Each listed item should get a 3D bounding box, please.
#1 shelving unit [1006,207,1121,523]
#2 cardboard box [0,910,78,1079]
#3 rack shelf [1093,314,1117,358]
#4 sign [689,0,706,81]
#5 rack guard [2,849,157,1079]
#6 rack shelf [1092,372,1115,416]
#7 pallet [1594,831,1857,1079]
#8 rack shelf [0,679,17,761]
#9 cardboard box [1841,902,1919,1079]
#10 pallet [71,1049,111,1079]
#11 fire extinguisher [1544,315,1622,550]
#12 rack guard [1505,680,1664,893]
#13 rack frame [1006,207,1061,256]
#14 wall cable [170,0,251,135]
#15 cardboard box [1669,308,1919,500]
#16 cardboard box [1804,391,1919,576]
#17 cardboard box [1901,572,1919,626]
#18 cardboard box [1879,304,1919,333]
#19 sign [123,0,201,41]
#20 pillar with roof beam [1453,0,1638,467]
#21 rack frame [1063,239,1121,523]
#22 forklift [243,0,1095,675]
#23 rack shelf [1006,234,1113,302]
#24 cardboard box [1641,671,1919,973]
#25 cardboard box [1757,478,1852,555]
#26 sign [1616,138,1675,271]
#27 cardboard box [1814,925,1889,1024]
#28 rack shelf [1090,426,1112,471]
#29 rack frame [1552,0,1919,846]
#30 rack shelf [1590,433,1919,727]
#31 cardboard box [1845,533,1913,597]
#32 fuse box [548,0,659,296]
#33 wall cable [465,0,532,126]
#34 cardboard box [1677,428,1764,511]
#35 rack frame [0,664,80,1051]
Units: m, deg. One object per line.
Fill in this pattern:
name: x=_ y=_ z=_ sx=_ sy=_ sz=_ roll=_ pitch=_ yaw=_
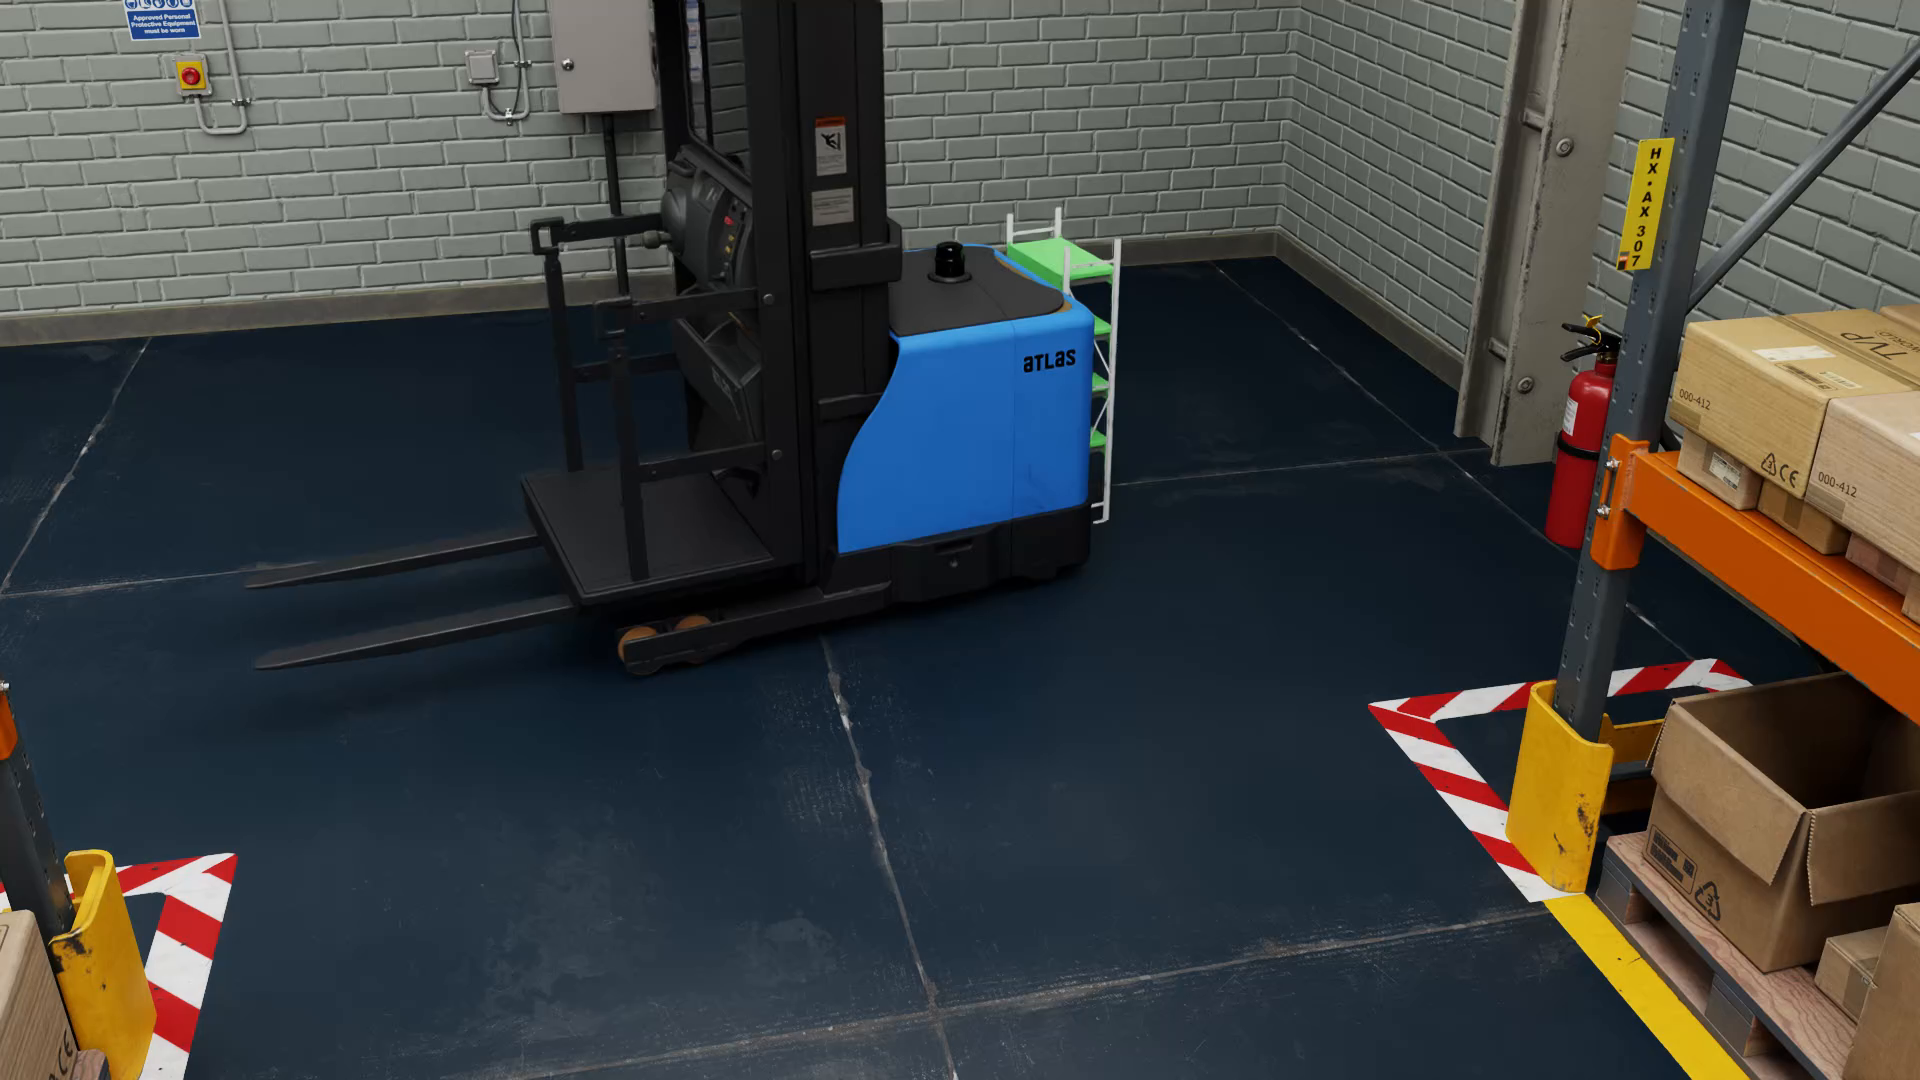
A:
shelving unit: x=0.403 y=-0.694 z=6.794 sx=0.258 sy=1.200 sz=0.503 roll=-12 pitch=29 yaw=-22
cardboard box: x=-2.372 y=1.250 z=3.323 sx=0.875 sy=0.438 sz=0.875 roll=-7 pitch=28 yaw=-13
rack shelf: x=0.403 y=-0.852 z=6.715 sx=0.258 sy=0.148 sz=0.480 roll=-12 pitch=29 yaw=-22
sign: x=-1.398 y=-2.707 z=8.890 sx=0.329 sy=0.494 sz=0.001 roll=-6 pitch=27 yaw=-12
rack guard: x=-2.624 y=1.119 z=3.978 sx=1.175 sy=0.500 sz=0.348 roll=-6 pitch=27 yaw=-12
rack shelf: x=0.403 y=-0.637 z=6.823 sx=0.258 sy=0.148 sz=0.480 roll=-12 pitch=29 yaw=-22
pallet: x=2.415 y=1.136 z=4.265 sx=1.003 sy=0.211 sz=1.213 roll=-6 pitch=27 yaw=-12
rack shelf: x=-2.168 y=1.213 z=1.816 sx=1.077 sy=0.370 sz=4.000 roll=-6 pitch=27 yaw=-12
cardboard box: x=2.417 y=1.094 z=3.562 sx=0.700 sy=0.500 sz=0.500 roll=-5 pitch=27 yaw=-9
pallet: x=-2.362 y=1.602 z=3.342 sx=1.003 sy=0.211 sz=1.213 roll=-6 pitch=27 yaw=-12
fire extinguisher: x=1.733 y=-0.309 z=4.532 sx=0.296 sy=0.674 sz=0.183 roll=-6 pitch=27 yaw=-12
rack guard: x=2.234 y=0.657 z=4.893 sx=1.175 sy=0.500 sz=0.348 roll=-6 pitch=27 yaw=-12
rack frame: x=0.301 y=-0.794 z=6.992 sx=0.240 sy=1.200 sz=0.015 roll=-12 pitch=29 yaw=-22
wall cable: x=-3.912 y=-2.927 z=8.057 sx=0.585 sy=1.953 sz=0.123 roll=-6 pitch=27 yaw=-12
cardboard box: x=2.057 y=-0.331 z=3.914 sx=0.500 sy=0.250 sz=0.500 roll=-6 pitch=27 yaw=-11
cardboard box: x=2.170 y=-0.110 z=3.475 sx=0.500 sy=0.250 sz=0.500 roll=-6 pitch=27 yaw=-11
cardboard box: x=2.216 y=0.128 z=3.445 sx=0.380 sy=0.149 sz=0.250 roll=-5 pitch=27 yaw=-10
cardboard box: x=2.579 y=-0.383 z=4.016 sx=0.500 sy=0.250 sz=0.500 roll=-5 pitch=27 yaw=-10
sign: x=-3.973 y=-2.602 z=8.276 sx=0.327 sy=0.218 sz=0.001 roll=-6 pitch=27 yaw=-12
pillar with roof beam: x=-1.707 y=-4.008 z=4.704 sx=9.100 sy=9.000 sz=0.400 roll=-6 pitch=27 yaw=-12
rack frame: x=0.505 y=-0.594 z=6.596 sx=0.240 sy=1.200 sz=0.015 roll=-12 pitch=29 yaw=-22
forklift: x=-1.056 y=-1.107 z=5.689 sx=3.031 sy=2.935 sz=1.130 roll=-11 pitch=29 yaw=-21
rack shelf: x=0.403 y=-1.066 z=6.607 sx=0.258 sy=0.148 sz=0.480 roll=-12 pitch=29 yaw=-22
cardboard box: x=2.262 y=0.713 z=4.312 sx=0.797 sy=0.503 sz=0.637 roll=-7 pitch=28 yaw=-14
cardboard box: x=2.126 y=-0.101 z=3.899 sx=0.380 sy=0.149 sz=0.250 roll=-5 pitch=27 yaw=-10
sign: x=1.688 y=-0.823 z=4.091 sx=0.100 sy=0.325 sz=0.005 roll=-6 pitch=27 yaw=-12
cardboard box: x=2.320 y=1.062 z=4.015 sx=0.380 sy=0.149 sz=0.250 roll=-7 pitch=28 yaw=-14
rack shelf: x=0.403 y=-0.423 z=6.931 sx=0.258 sy=0.148 sz=0.480 roll=-12 pitch=29 yaw=-22
rack frame: x=2.217 y=-0.492 z=4.396 sx=1.000 sy=3.000 sz=0.127 roll=-6 pitch=27 yaw=-12
rack shelf: x=2.668 y=0.707 z=2.818 sx=1.077 sy=0.370 sz=4.000 roll=-6 pitch=27 yaw=-12
cardboard box: x=2.219 y=0.011 z=3.678 sx=0.380 sy=0.149 sz=0.250 roll=-6 pitch=27 yaw=-12
fuse box: x=-1.832 y=-2.033 z=8.879 sx=0.539 sy=1.711 sz=0.414 roll=-6 pitch=27 yaw=-12
wall cable: x=-2.533 y=-3.062 z=8.360 sx=0.588 sy=1.984 sz=0.122 roll=-6 pitch=27 yaw=-12
cardboard box: x=2.024 y=-0.208 z=4.111 sx=0.380 sy=0.149 sz=0.250 roll=-6 pitch=27 yaw=-12
rack frame: x=-2.618 y=0.014 z=3.394 sx=1.000 sy=3.000 sz=0.127 roll=-6 pitch=27 yaw=-12
